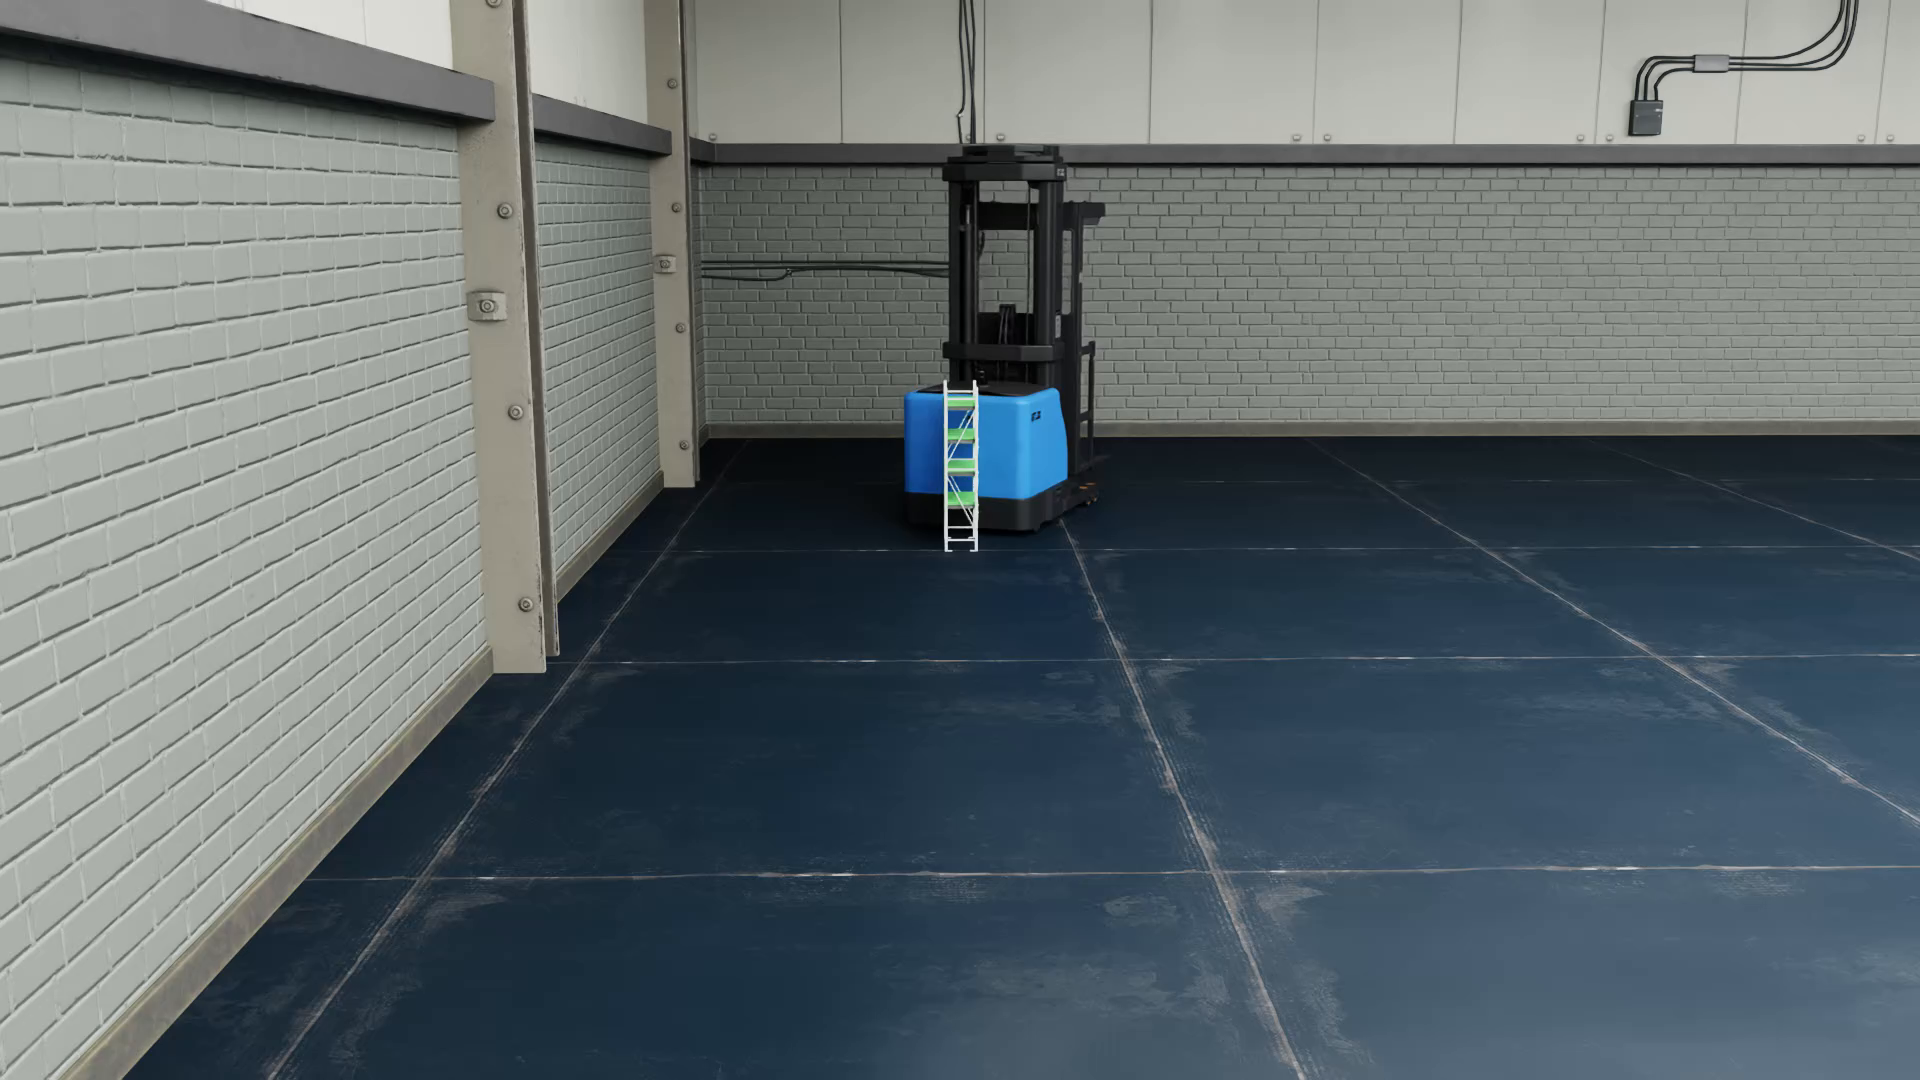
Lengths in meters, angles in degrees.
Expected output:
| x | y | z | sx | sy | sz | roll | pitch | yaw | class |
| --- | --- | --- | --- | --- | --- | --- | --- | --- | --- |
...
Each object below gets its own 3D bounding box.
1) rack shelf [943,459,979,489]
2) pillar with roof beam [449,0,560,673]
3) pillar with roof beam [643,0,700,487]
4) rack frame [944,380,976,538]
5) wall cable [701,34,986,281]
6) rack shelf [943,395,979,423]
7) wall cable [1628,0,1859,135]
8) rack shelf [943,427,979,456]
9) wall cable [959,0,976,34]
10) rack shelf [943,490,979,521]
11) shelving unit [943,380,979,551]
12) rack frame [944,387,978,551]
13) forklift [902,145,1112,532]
| x | y | z | sx | sy | sz | roll | pitch | yaw | class |
| --- | --- | --- | --- | --- | --- | --- | --- | --- | --- |
| 0.003 | -0.492 | 12.290 | 0.258 | 0.148 | 0.480 | 0 | 11 | -1 | rack shelf |
| 1.892 | -3.747 | 8.394 | 9.100 | 9.000 | 0.400 | 0 | 11 | -1 | pillar with roof beam |
| 1.768 | -4.939 | 14.273 | 9.100 | 9.000 | 0.400 | 0 | 11 | -1 | pillar with roof beam |
| -0.002 | -0.604 | 12.517 | 0.240 | 1.200 | 0.015 | 0 | 11 | -1 | rack frame |
| -1.275 | -3.991 | 17.408 | 3.097 | 2.526 | 0.112 | 0 | 11 | -1 | wall cable |
| 0.003 | -0.963 | 12.195 | 0.258 | 0.148 | 0.480 | 0 | 11 | -1 | rack shelf |
| 8.217 | -7.215 | 16.938 | 2.305 | 6.003 | 0.169 | 0 | 11 | -1 | wall cable |
| 0.003 | -0.728 | 12.243 | 0.258 | 0.148 | 0.480 | 0 | 11 | -1 | rack shelf |
| 1.430 | -6.477 | 16.960 | 3.097 | 2.526 | 0.112 | 0 | 11 | -1 | wall cable |
| 0.003 | -0.257 | 12.338 | 0.258 | 0.148 | 0.480 | 0 | 11 | -1 | rack shelf |
| 0.003 | -0.555 | 12.278 | 0.258 | 1.200 | 0.503 | 0 | 11 | -1 | shelving unit |
| 0.008 | -0.507 | 12.039 | 0.240 | 1.200 | 0.015 | 0 | 11 | -1 | rack frame |
| 0.547 | -1.747 | 13.799 | 1.130 | 2.935 | 3.031 | 4 | 12 | 20 | forklift |
